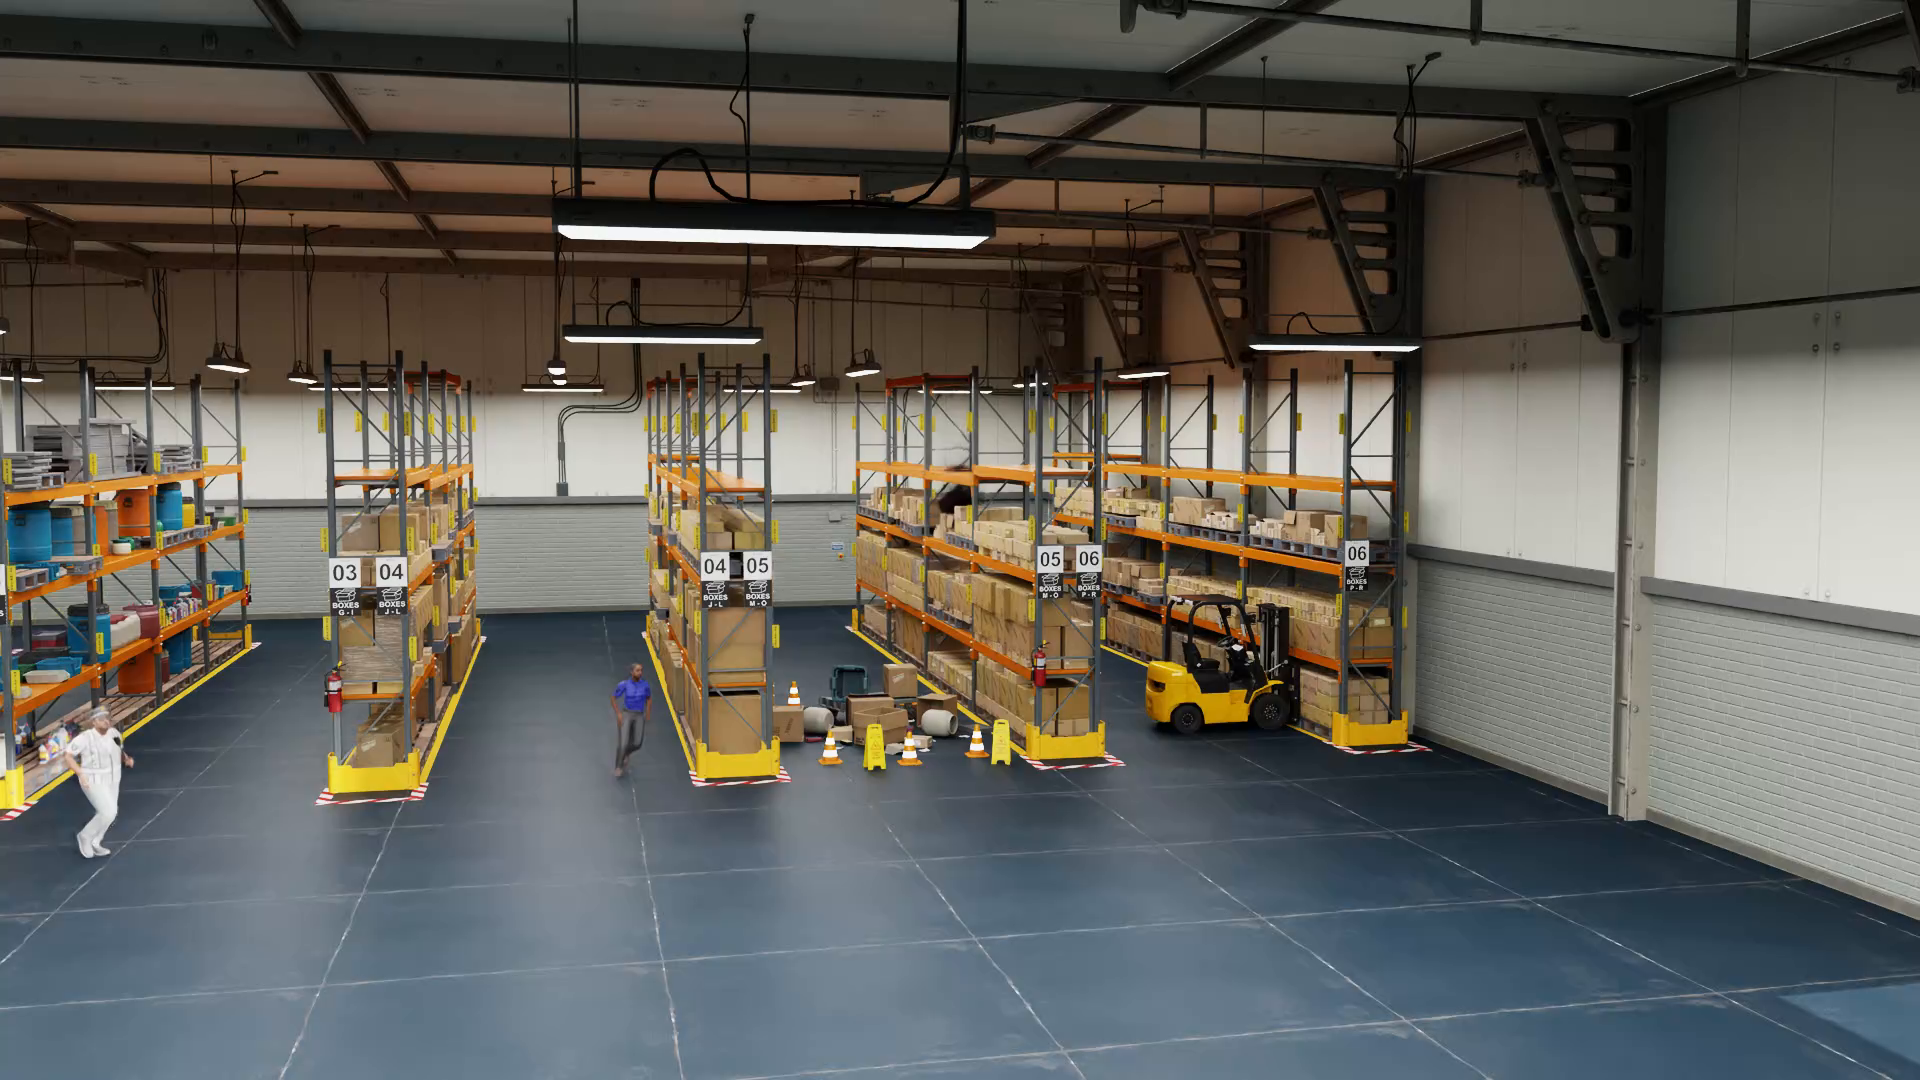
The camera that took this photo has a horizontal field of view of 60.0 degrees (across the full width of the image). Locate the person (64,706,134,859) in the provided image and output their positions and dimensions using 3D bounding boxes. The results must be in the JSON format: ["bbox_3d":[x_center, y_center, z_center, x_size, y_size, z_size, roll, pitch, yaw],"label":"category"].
[{"bbox_3d":[-9.877,2.787,19.229,0.632,1.760,0.639,2,4,21],"label":"person"}]

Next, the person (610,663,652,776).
[{"bbox_3d":[-4.685,2.517,23.838,0.625,1.515,0.488,-2,4,-27],"label":"person"}]
